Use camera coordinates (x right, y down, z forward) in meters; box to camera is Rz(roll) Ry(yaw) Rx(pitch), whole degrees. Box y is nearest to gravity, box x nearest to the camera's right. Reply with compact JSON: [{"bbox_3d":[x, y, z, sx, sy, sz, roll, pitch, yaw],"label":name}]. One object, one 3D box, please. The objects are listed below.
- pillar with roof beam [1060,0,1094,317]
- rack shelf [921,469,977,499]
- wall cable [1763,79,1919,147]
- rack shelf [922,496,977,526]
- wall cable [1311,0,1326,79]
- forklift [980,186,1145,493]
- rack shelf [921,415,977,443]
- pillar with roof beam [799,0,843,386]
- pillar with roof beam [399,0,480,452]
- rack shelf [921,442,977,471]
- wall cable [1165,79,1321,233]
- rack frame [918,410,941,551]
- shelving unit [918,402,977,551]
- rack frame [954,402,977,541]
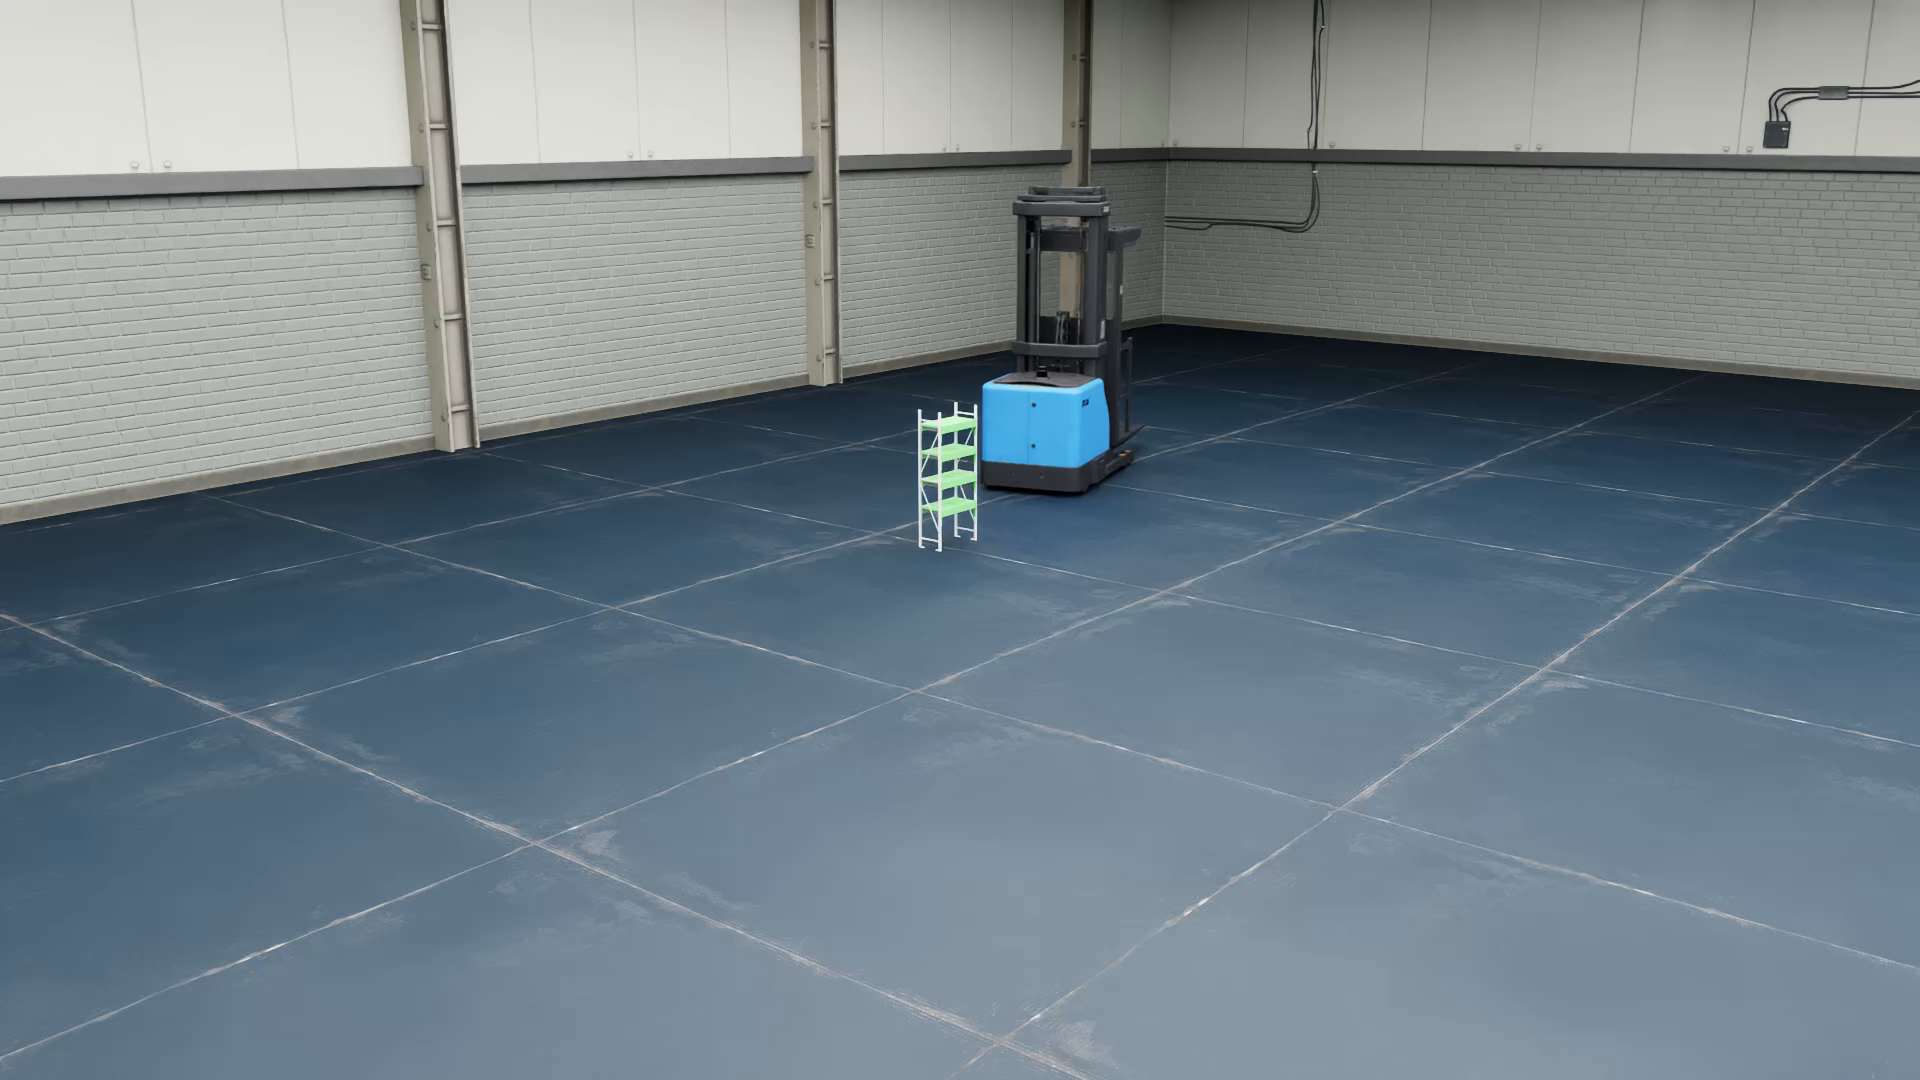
[{"bbox_3d":[5.239,-7.030,24.019,9.100,9.000,0.400,11,18,38],"label":"pillar with roof beam"},{"bbox_3d":[-0.104,-0.488,14.366,0.258,0.148,0.480,11,18,38],"label":"rack shelf"},{"bbox_3d":[12.144,-8.232,21.843,2.305,6.003,0.169,11,18,38],"label":"wall cable"},{"bbox_3d":[-0.104,-0.255,14.425,0.258,0.148,0.480,11,18,38],"label":"rack shelf"},{"bbox_3d":[6.874,-8.580,26.170,3.097,2.526,0.112,11,18,38],"label":"wall cable"},{"bbox_3d":[1.221,-2.203,17.343,1.130,2.935,3.031,6,15,21],"label":"forklift"},{"bbox_3d":[-0.104,-0.953,14.248,0.258,0.148,0.480,11,18,38],"label":"rack shelf"},{"bbox_3d":[1.468,-5.881,19.496,9.100,9.000,0.400,11,18,38],"label":"pillar with roof beam"},{"bbox_3d":[-2.304,-4.732,14.973,9.100,9.000,0.400,11,18,38],"label":"pillar with roof beam"},{"bbox_3d":[-0.104,-0.721,14.307,0.258,0.148,0.480,11,18,38],"label":"rack shelf"},{"bbox_3d":[4.770,-6.551,28.439,3.097,2.526,0.112,11,18,38],"label":"wall cable"},{"bbox_3d":[-0.257,-0.503,14.166,0.240,1.200,0.015,11,18,38],"label":"rack frame"},{"bbox_3d":[-0.104,-0.550,14.350,0.258,1.200,0.503,11,18,38],"label":"shelving unit"},{"bbox_3d":[0.049,-0.597,14.534,0.240,1.200,0.015,11,18,38],"label":"rack frame"}]
